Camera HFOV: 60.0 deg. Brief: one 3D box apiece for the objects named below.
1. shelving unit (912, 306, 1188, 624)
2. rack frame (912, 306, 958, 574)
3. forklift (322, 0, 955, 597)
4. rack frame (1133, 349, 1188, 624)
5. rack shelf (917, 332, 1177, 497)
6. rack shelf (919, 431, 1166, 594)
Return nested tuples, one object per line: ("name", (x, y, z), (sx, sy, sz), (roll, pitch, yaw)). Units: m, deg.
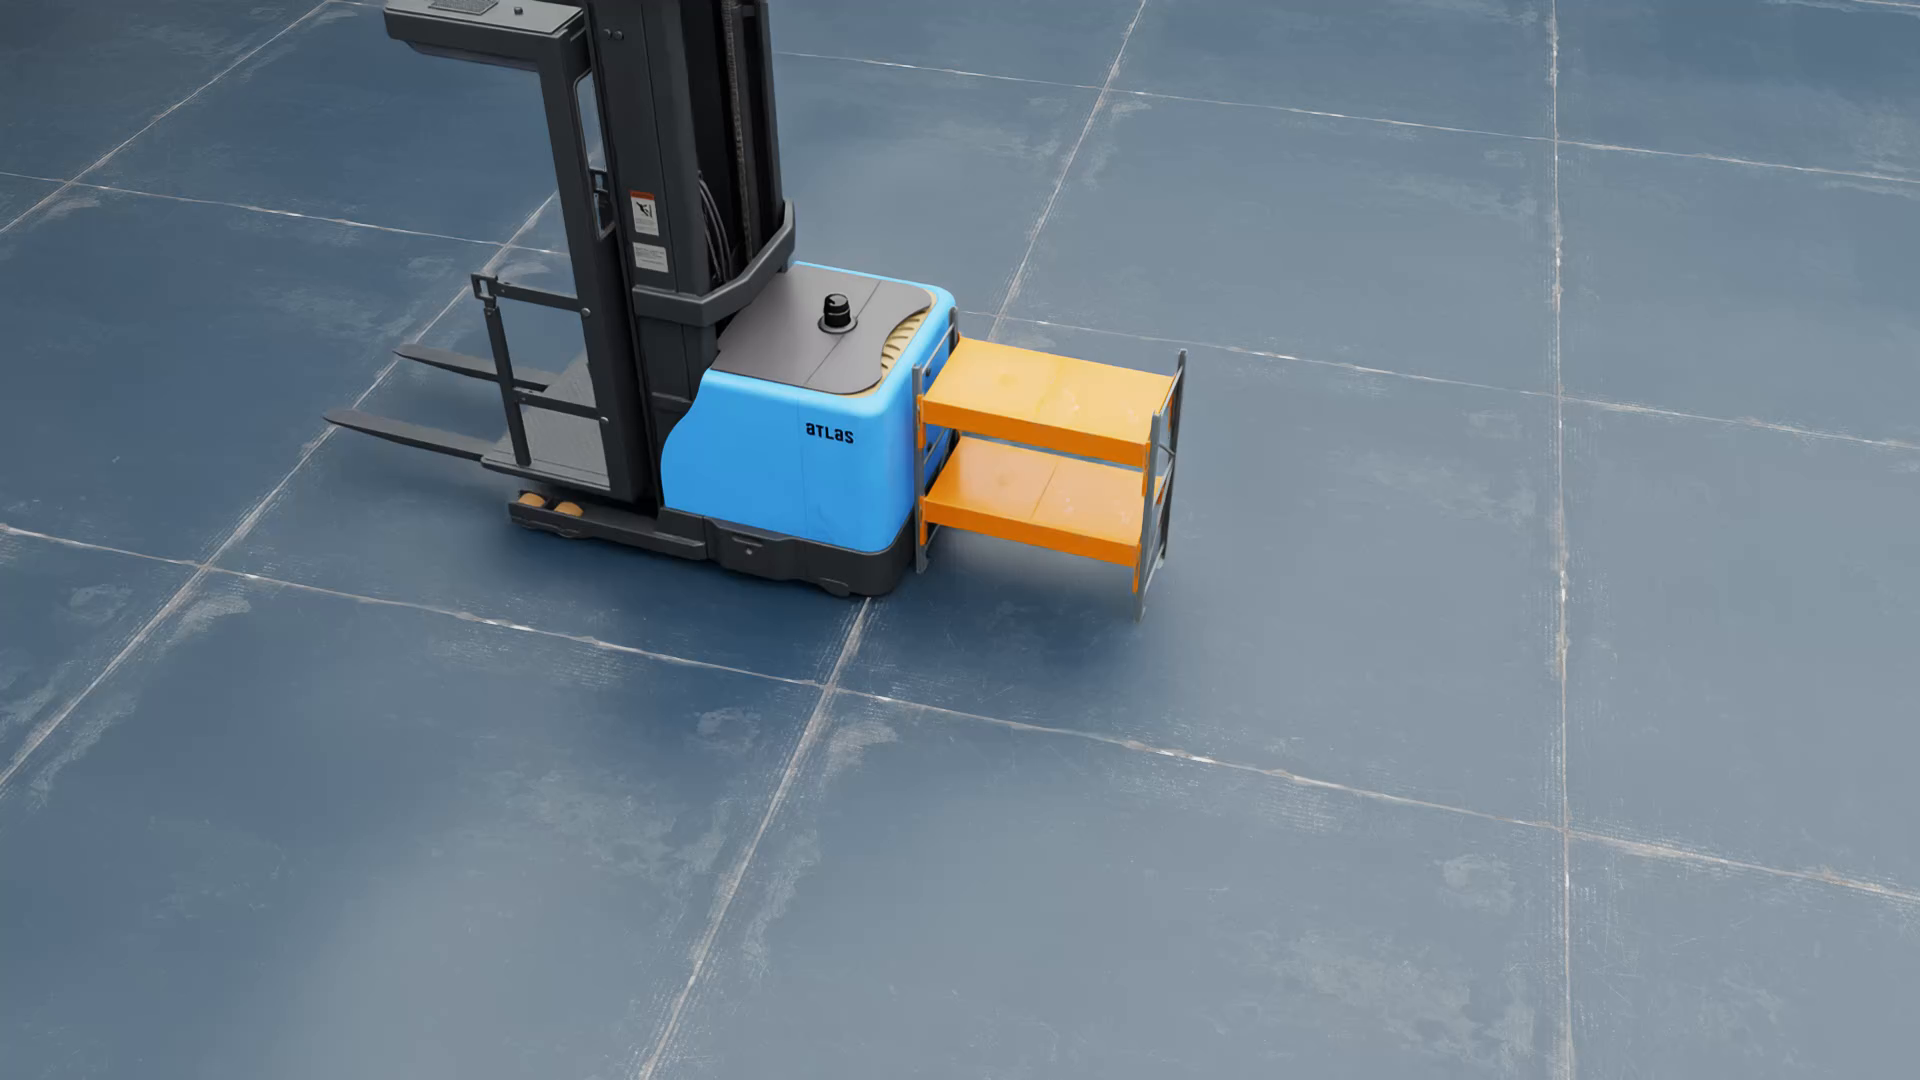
("shelving unit", (0.376, -0.322, 7.258), (1.048, 1.125, 0.538), (13, 42, 15))
("rack frame", (-0.104, -0.429, 7.386), (0.032, 1.125, 0.500), (13, 42, 15))
("forklift", (-1.581, -1.440, 7.185), (3.031, 2.935, 1.130), (13, 42, 15))
("rack frame", (0.857, -0.215, 7.131), (0.032, 1.125, 0.500), (13, 42, 15))
("rack shelf", (0.376, -0.546, 7.070), (1.000, 0.278, 0.538), (13, 42, 15))
("rack shelf", (0.376, -0.134, 7.416), (1.000, 0.278, 0.538), (13, 42, 15))
